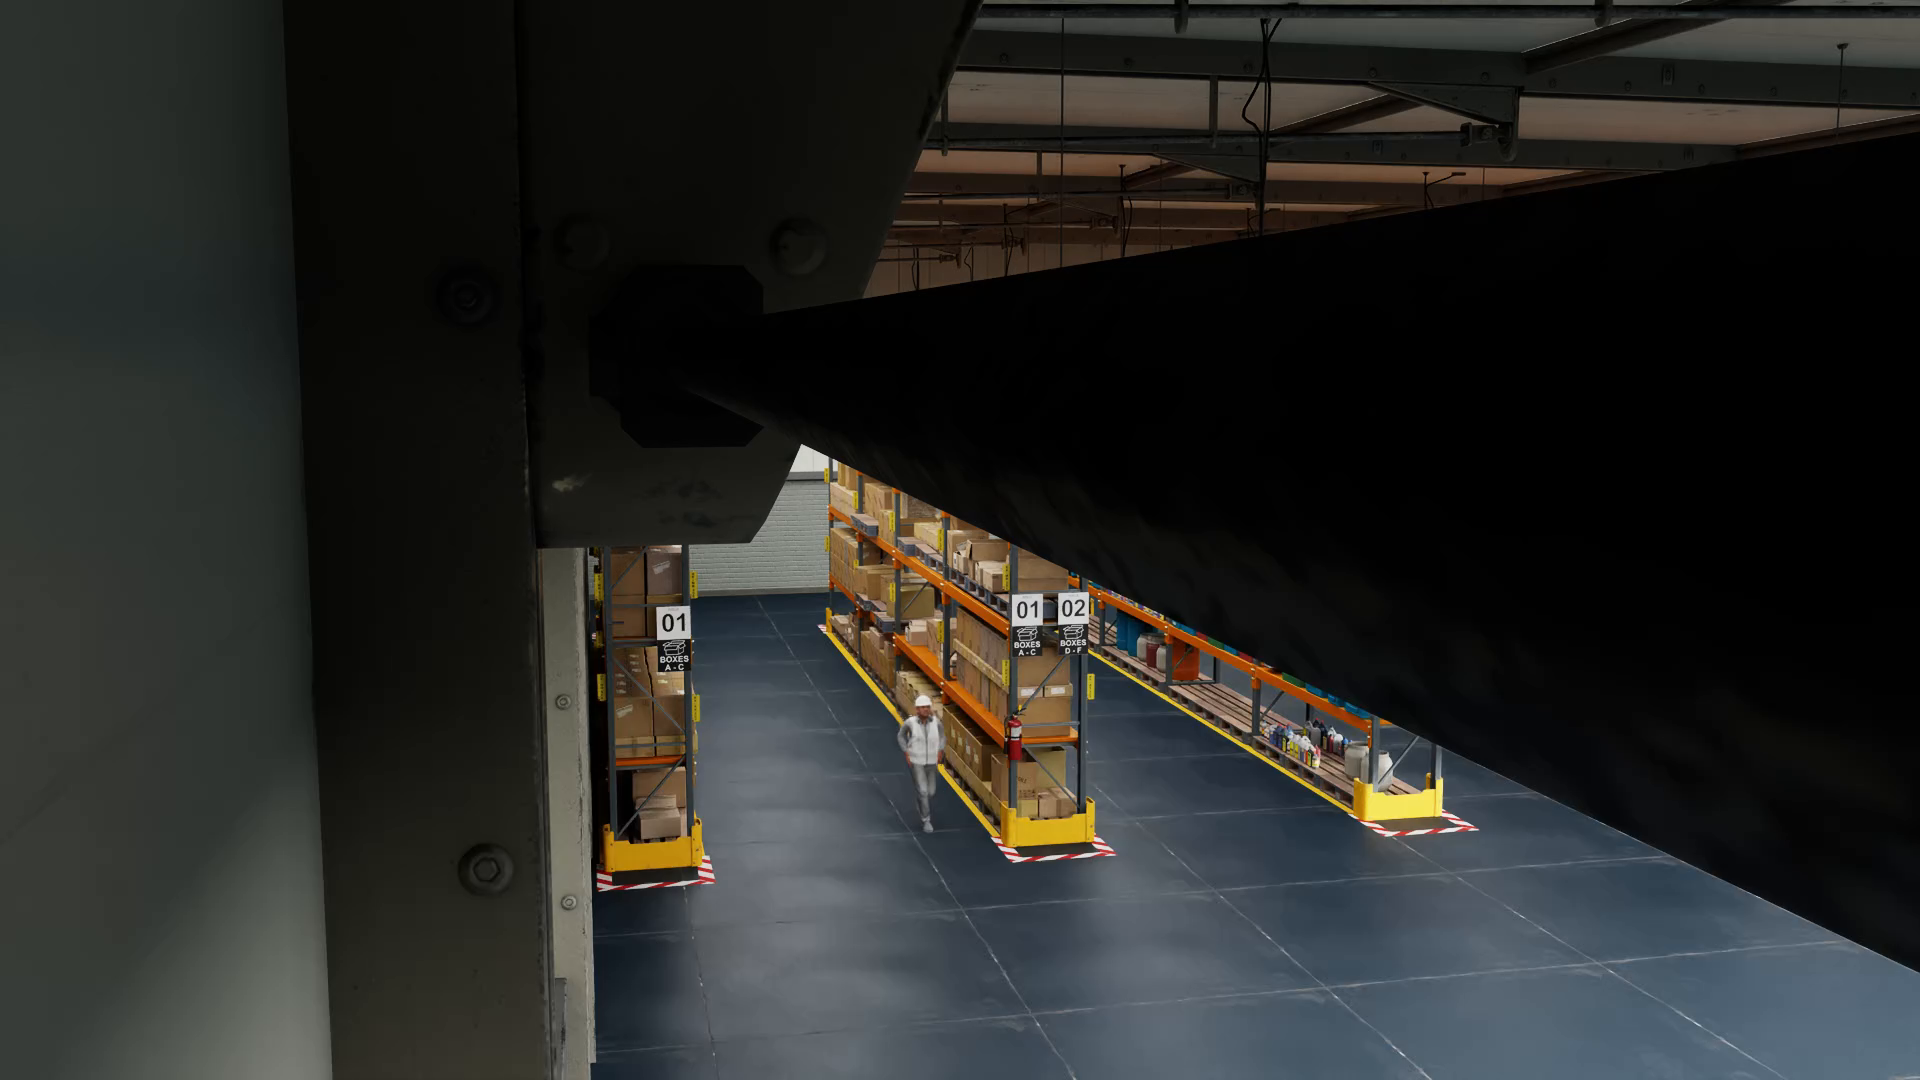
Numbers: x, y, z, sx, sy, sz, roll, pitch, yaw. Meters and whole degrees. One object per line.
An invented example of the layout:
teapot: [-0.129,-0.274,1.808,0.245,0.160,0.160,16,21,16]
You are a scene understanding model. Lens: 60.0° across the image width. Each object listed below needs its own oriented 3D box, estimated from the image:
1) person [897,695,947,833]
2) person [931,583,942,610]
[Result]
person: [-0.498,2.886,21.843,0.650,1.759,0.837,-2,7,-18]
person: [-0.490,1.155,36.344,0.651,1.835,0.867,-3,8,-26]
